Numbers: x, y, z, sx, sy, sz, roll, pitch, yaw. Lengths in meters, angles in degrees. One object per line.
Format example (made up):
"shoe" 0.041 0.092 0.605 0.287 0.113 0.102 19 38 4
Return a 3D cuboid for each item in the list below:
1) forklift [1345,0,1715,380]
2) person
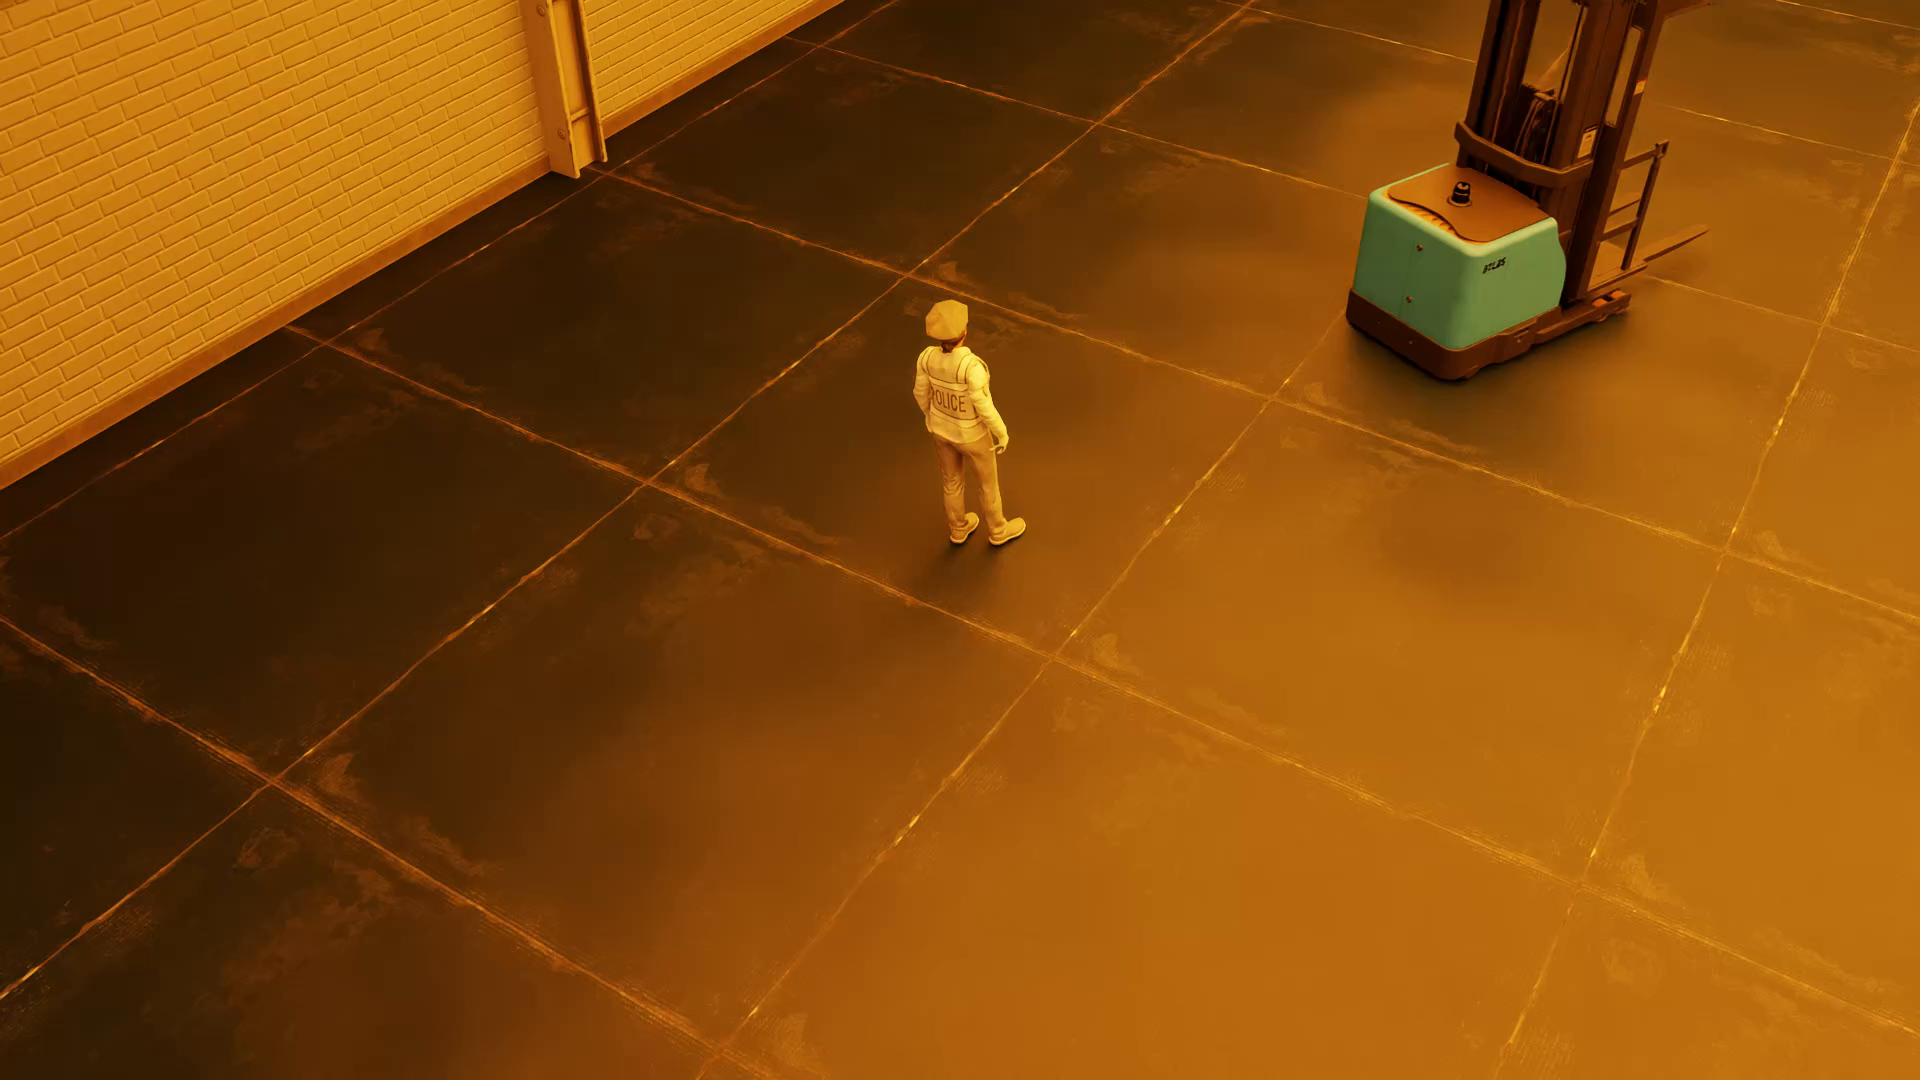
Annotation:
"forklift" 4.295 -2.964 11.465 3.031 2.935 1.130 -24 46 -25
"person" 0.043 -0.687 9.723 0.586 1.694 0.530 22 45 24
